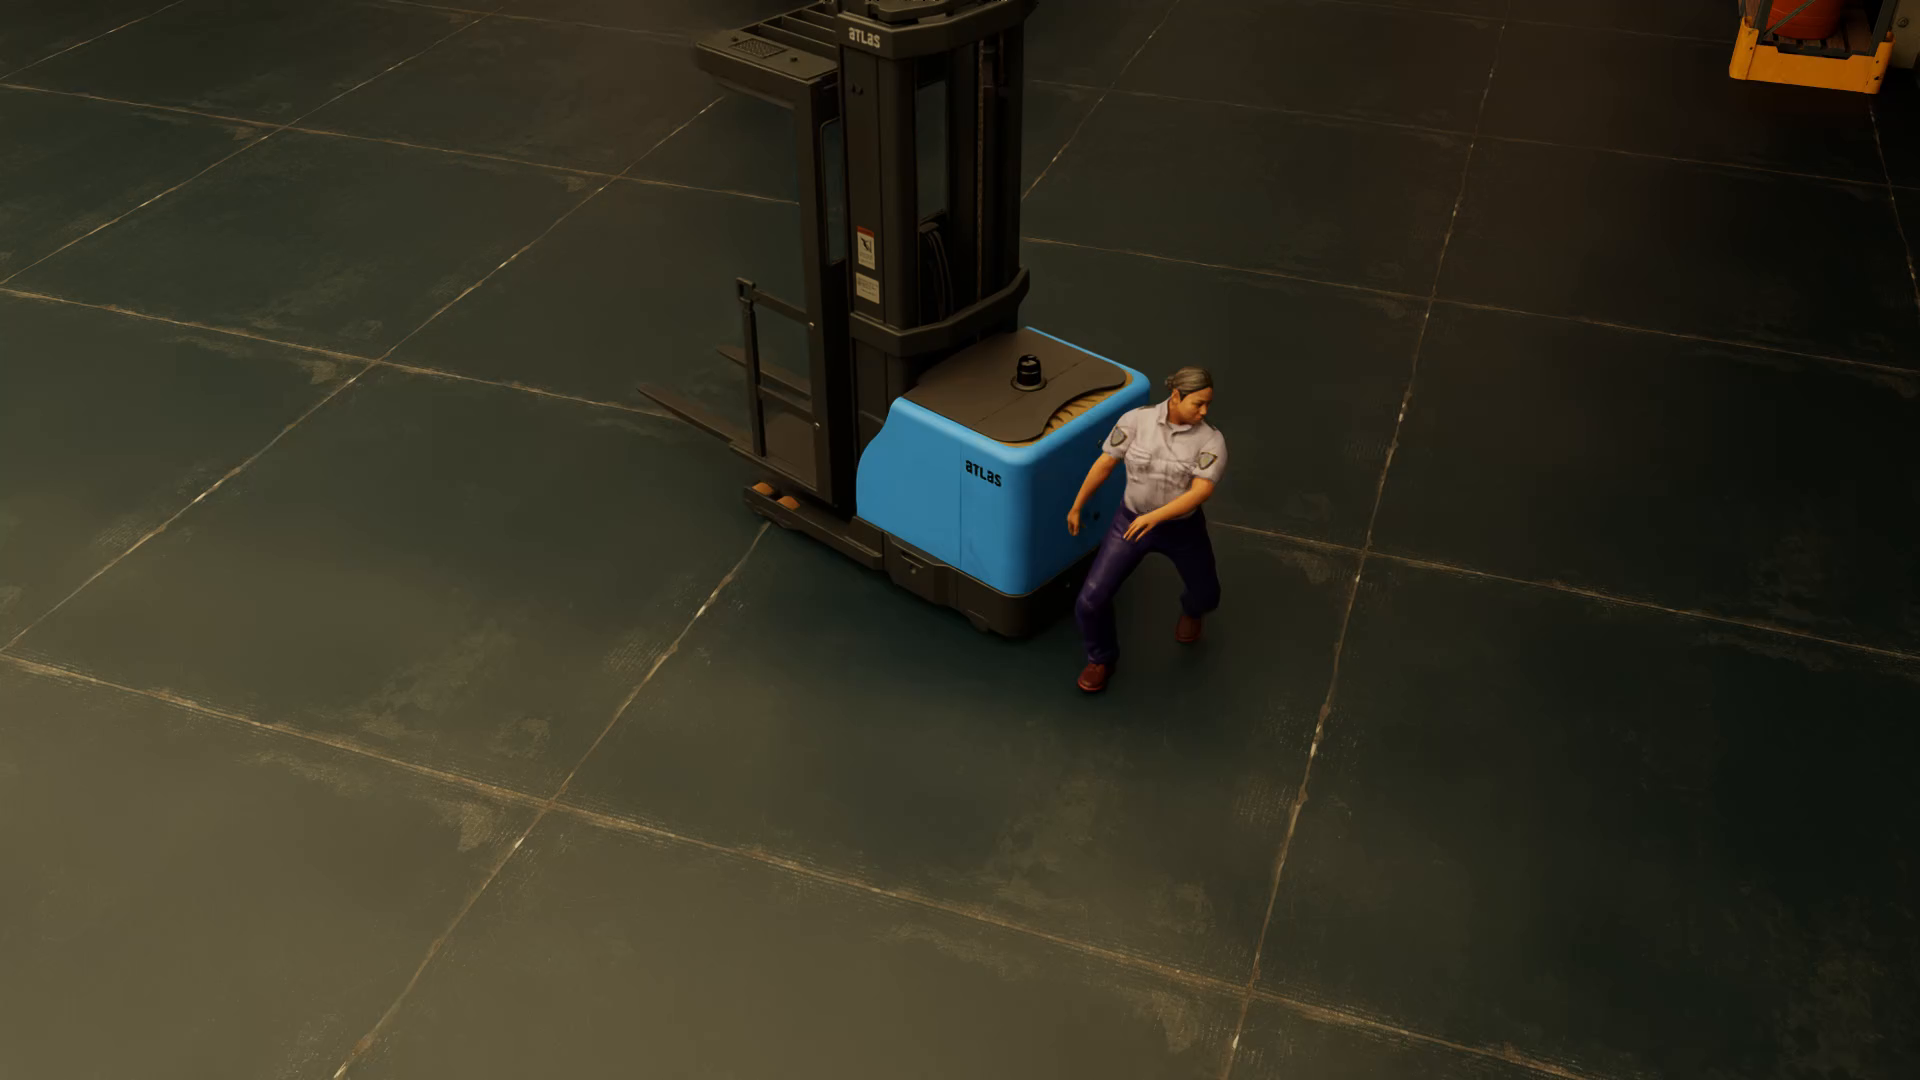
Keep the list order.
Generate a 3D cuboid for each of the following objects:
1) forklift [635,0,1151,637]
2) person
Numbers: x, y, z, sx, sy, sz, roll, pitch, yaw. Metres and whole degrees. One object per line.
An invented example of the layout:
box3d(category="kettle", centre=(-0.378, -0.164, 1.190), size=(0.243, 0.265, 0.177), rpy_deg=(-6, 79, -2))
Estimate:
box3d(category="forklift", centre=(-0.511, -1.459, 8.169), size=(3.031, 2.935, 1.130), rpy_deg=(27, 44, 33))
box3d(category="person", centre=(0.832, -0.062, 7.409), size=(0.719, 1.524, 0.824), rpy_deg=(4, 36, 6))
